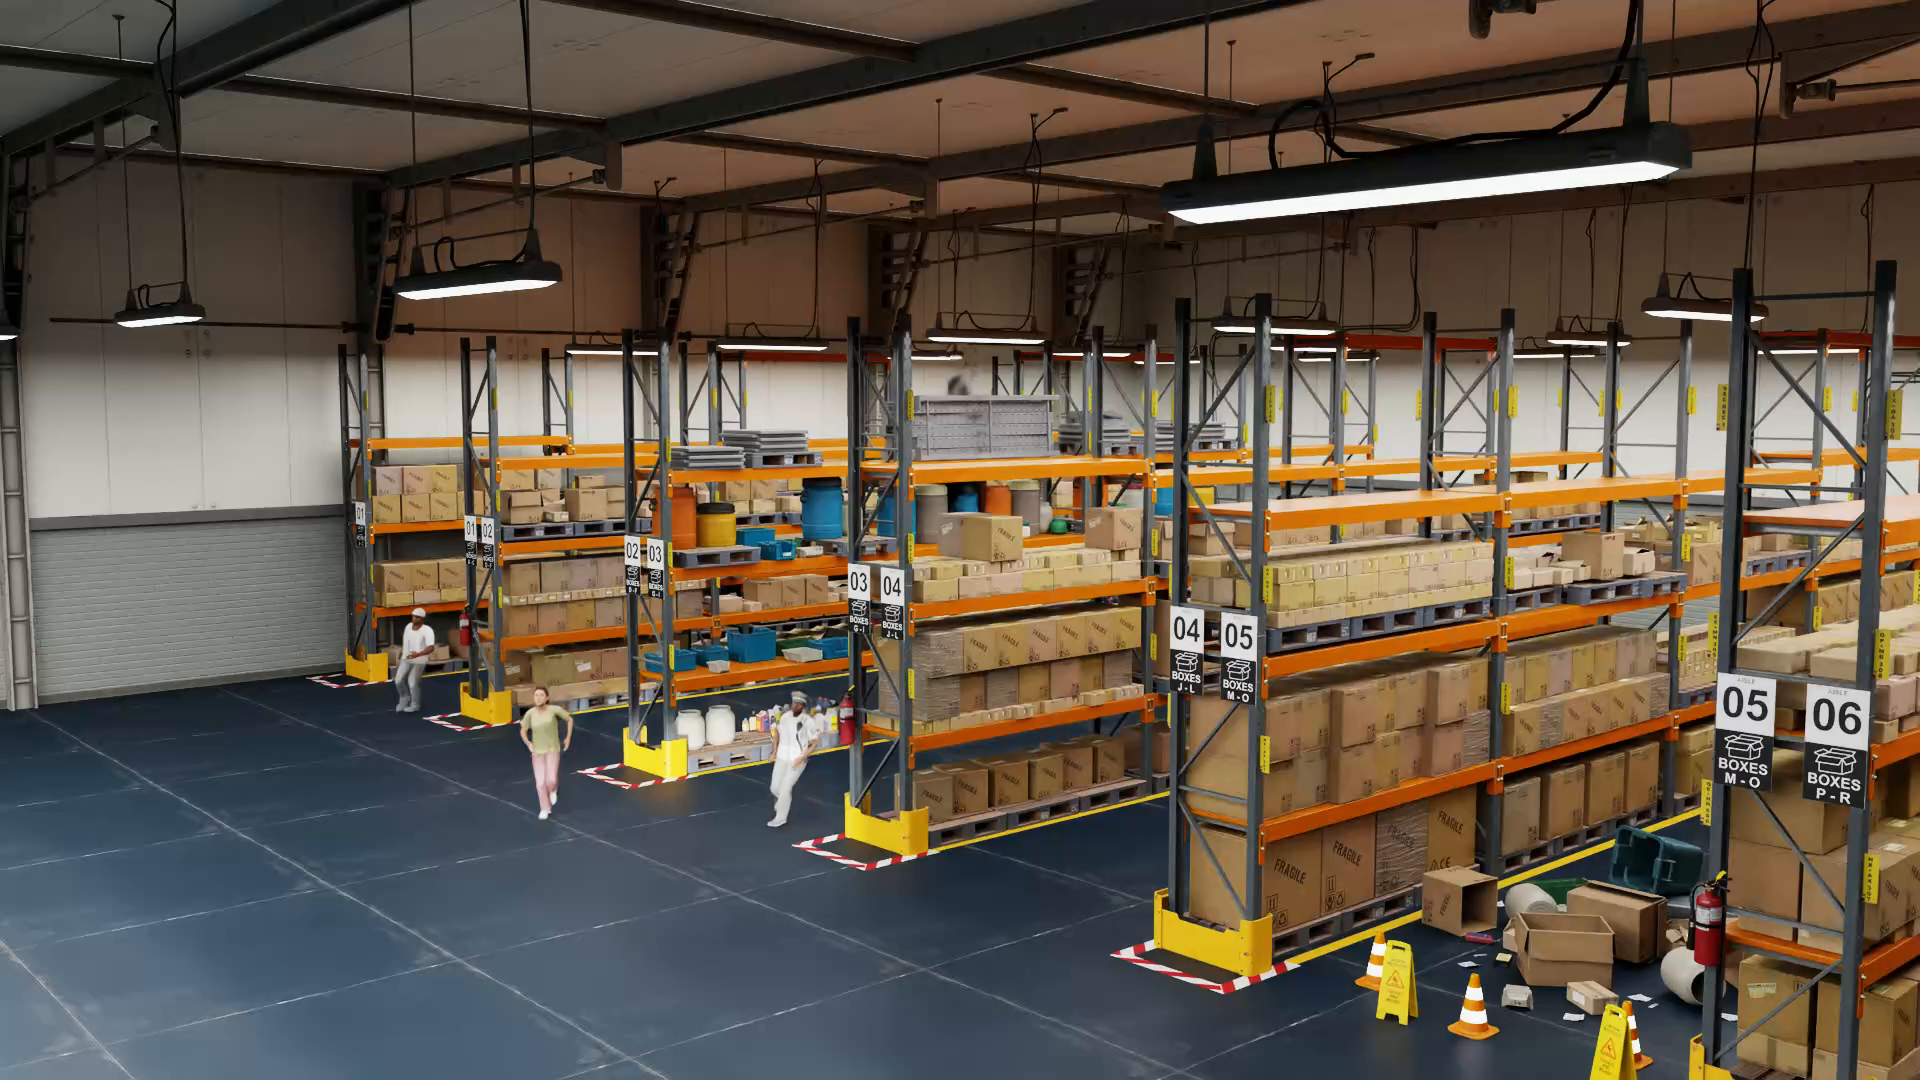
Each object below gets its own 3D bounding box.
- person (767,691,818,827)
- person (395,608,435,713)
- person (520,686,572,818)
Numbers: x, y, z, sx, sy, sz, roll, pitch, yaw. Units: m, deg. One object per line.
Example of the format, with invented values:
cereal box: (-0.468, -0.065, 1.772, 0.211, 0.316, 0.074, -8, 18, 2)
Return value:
person: (-1.988, 2.591, 19.725, 0.612, 1.623, 0.514, 2, 5, 20)
person: (-8.723, 1.929, 26.543, 0.728, 1.712, 0.622, 1, 5, 14)
person: (-5.000, 2.564, 20.070, 0.601, 1.628, 0.602, 0, 5, -4)
